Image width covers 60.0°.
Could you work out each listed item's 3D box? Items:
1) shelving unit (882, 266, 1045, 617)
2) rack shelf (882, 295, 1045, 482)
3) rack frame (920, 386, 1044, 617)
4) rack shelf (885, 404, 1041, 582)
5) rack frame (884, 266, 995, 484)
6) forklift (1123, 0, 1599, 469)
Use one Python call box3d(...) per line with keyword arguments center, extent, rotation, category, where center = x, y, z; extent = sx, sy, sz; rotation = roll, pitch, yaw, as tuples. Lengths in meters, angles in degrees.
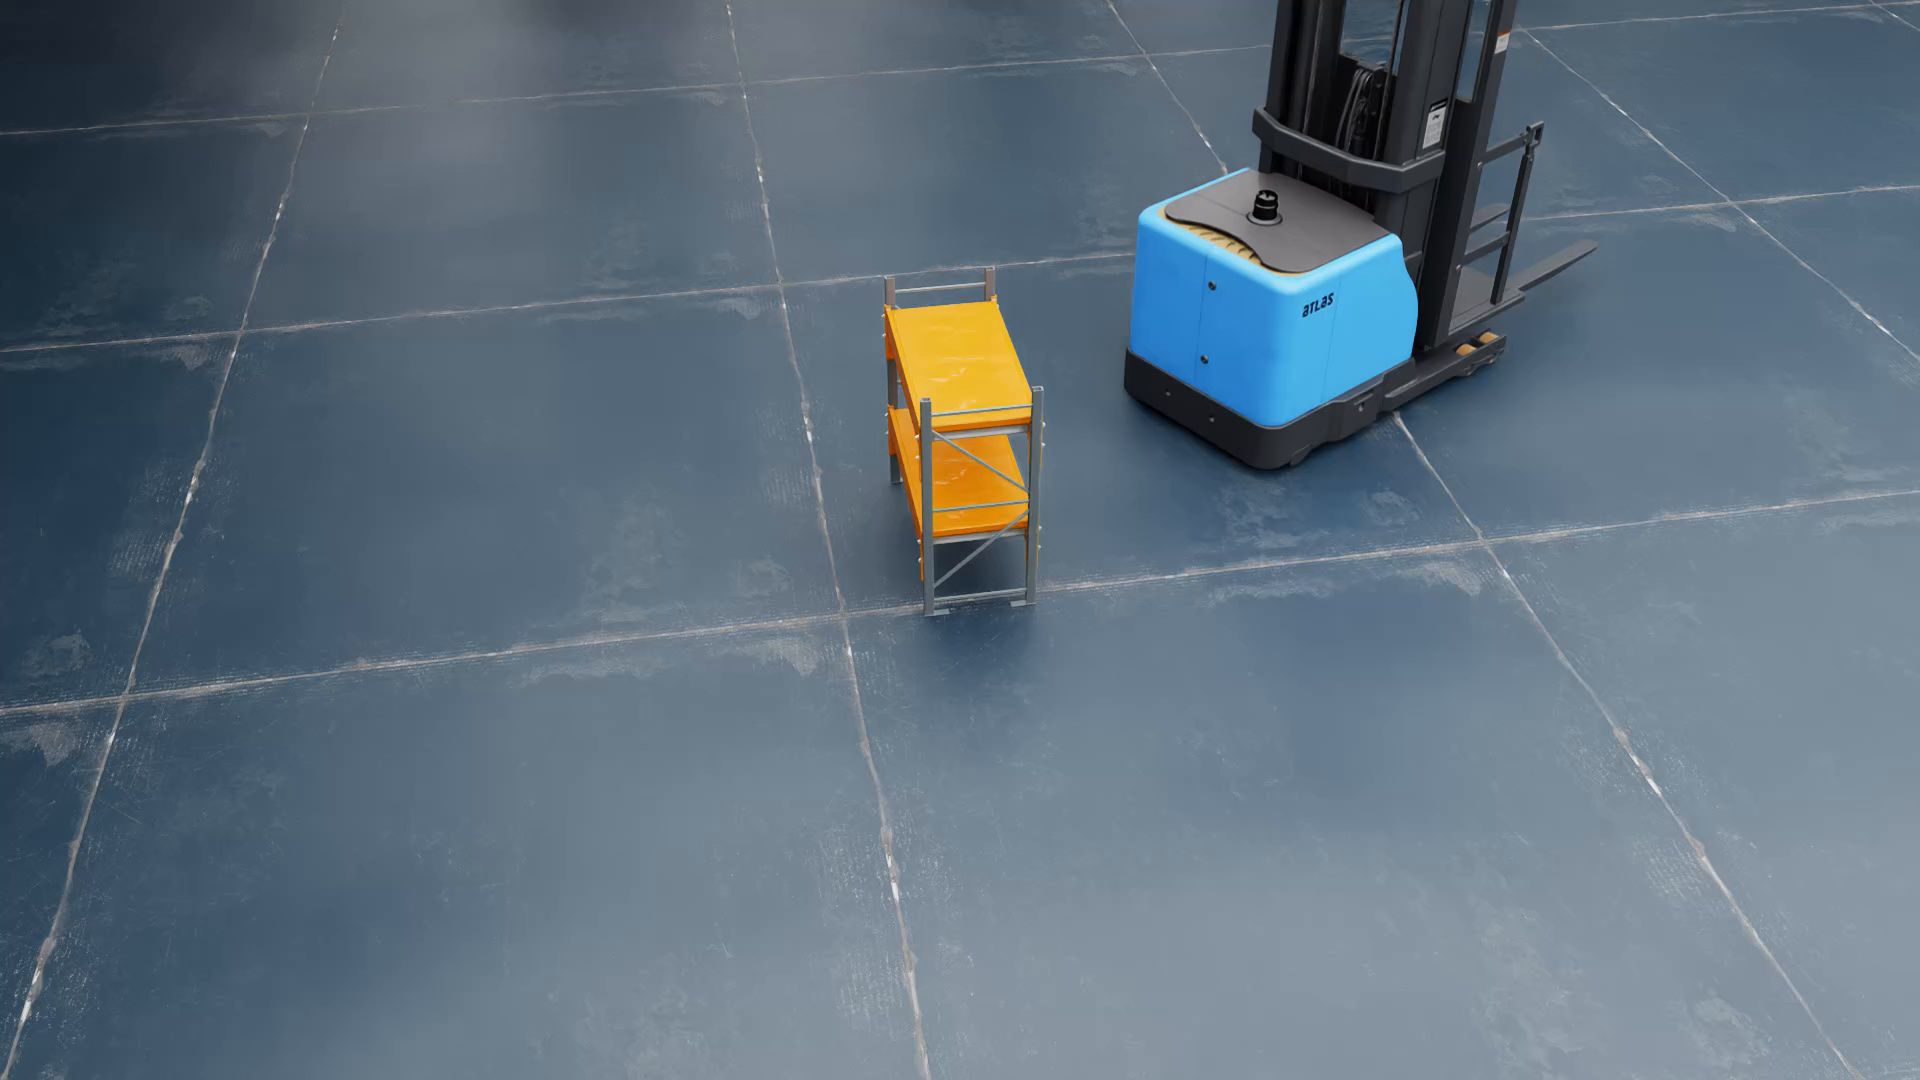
box3d(center=(-0.001, -0.448, 7.410), extent=(0.538, 1.125, 1.048), rotation=(-6, 38, -8), category="shelving unit")
box3d(center=(-0.001, -0.679, 7.231), extent=(0.538, 0.278, 1.000), rotation=(-6, 38, -8), category="rack shelf")
box3d(center=(0.088, -0.141, 7.015), extent=(0.500, 1.125, 0.032), rotation=(-6, 38, -8), category="rack frame")
box3d(center=(-0.001, -0.255, 7.560), extent=(0.538, 0.278, 1.000), rotation=(-6, 38, -8), category="rack shelf")
box3d(center=(-0.090, -0.755, 7.805), extent=(0.500, 1.125, 0.032), rotation=(-6, 38, -8), category="rack frame")
box3d(center=(2.309, -2.257, 8.265), extent=(3.031, 2.935, 1.130), rotation=(-27, 45, -30), category="forklift")
